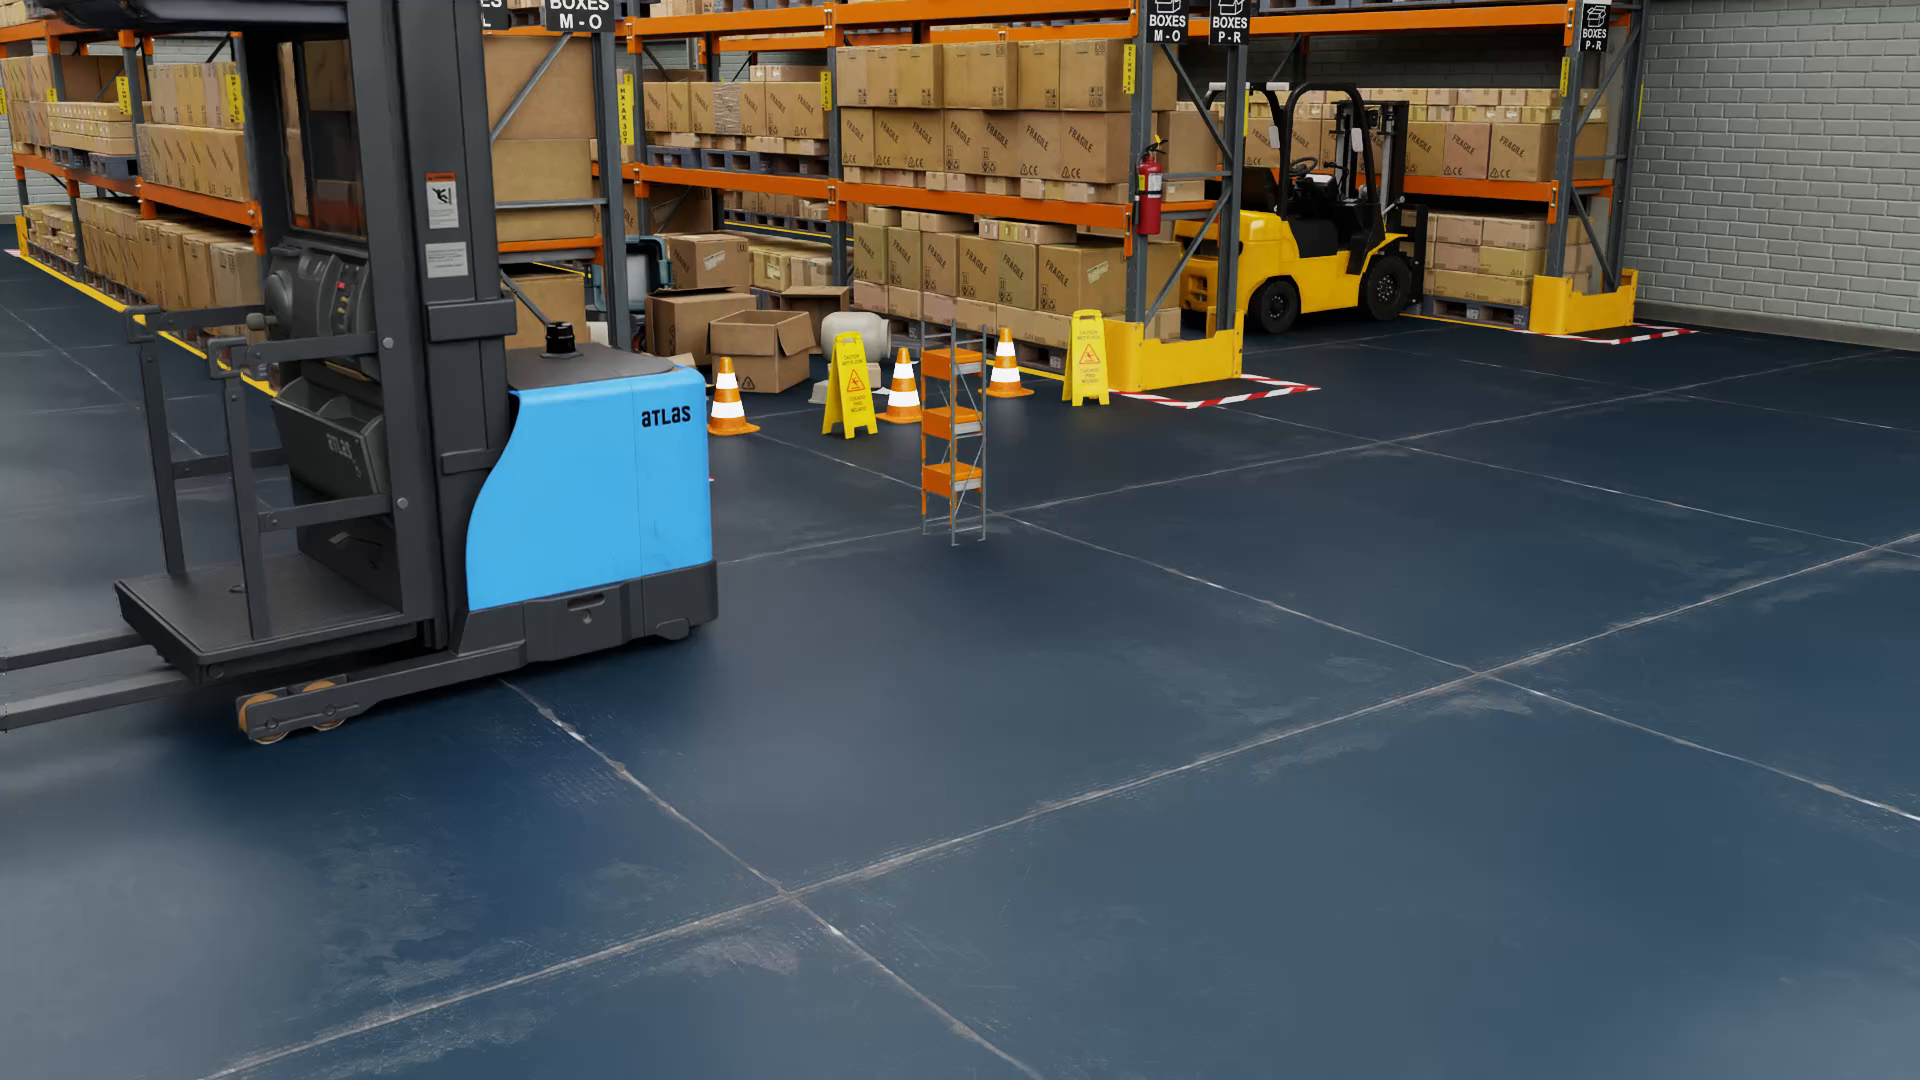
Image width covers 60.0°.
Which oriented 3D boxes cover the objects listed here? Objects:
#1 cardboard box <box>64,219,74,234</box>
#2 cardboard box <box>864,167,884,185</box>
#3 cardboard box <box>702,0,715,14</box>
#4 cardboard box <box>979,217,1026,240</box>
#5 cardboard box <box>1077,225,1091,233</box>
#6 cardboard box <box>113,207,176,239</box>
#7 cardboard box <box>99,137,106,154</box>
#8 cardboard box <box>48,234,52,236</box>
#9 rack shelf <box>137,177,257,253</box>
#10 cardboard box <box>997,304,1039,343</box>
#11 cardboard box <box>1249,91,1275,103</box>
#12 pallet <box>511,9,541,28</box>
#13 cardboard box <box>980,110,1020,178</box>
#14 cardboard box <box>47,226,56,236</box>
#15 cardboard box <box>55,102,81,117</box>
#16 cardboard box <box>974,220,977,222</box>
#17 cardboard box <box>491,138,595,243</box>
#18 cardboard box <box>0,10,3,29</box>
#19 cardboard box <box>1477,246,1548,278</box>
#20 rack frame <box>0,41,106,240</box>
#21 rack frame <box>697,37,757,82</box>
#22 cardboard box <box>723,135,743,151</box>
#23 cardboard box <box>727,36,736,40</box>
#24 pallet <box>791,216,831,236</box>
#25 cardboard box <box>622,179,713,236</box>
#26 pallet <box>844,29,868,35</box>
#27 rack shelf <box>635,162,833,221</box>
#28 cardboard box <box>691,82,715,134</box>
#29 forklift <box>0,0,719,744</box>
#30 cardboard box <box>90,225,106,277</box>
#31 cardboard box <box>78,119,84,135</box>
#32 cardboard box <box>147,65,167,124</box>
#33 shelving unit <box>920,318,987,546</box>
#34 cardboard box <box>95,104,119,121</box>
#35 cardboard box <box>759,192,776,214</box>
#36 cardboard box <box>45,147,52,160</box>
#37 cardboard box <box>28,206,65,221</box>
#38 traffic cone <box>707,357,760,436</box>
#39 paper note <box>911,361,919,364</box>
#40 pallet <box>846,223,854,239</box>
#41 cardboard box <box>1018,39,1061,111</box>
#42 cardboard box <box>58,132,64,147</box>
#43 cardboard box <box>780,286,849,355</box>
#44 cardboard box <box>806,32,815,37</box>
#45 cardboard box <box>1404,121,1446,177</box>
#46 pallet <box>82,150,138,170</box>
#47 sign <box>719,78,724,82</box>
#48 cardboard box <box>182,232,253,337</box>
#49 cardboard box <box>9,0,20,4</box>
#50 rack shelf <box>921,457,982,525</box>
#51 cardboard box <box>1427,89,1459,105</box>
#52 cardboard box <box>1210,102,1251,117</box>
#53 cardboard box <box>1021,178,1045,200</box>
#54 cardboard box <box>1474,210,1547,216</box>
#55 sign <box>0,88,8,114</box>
[{"bbox_3d":[-9.976,-3.583,18.963,0.380,0.149,0.250,-11,19,-34],"label":"cardboard box"},{"bbox_3d":[-0.609,-3.182,14.497,0.380,0.149,0.250,-10,18,-33],"label":"cardboard box"},{"bbox_3d":[-2.157,-5.496,16.596,0.797,0.503,0.637,-11,19,-35],"label":"cardboard box"},{"bbox_3d":[0.376,-2.472,13.191,0.380,0.149,0.250,-10,18,-32],"label":"cardboard box"},{"bbox_3d":[1.682,-3.875,20.256,0.875,0.625,0.625,-10,18,-33],"label":"cardboard box"},{"bbox_3d":[-7.942,-3.101,16.242,0.500,0.250,0.500,-11,19,-34],"label":"cardboard box"},{"bbox_3d":[-7.828,-3.699,15.590,0.380,0.149,0.250,-11,19,-35],"label":"cardboard box"},{"bbox_3d":[-11.016,-3.698,20.511,0.380,0.149,0.250,-11,19,-34],"label":"cardboard box"},{"bbox_3d":[-5.846,-2.756,13.828,1.077,0.370,4.000,-11,19,-35],"label":"rack shelf"},{"bbox_3d":[0.635,-1.731,13.132,0.500,0.250,0.500,-11,19,-34],"label":"cardboard box"},{"bbox_3d":[3.235,-4.628,17.322,0.380,0.149,0.250,-10,18,-33],"label":"cardboard box"},{"bbox_3d":[-4.850,-6.341,20.242,0.805,0.209,1.217,-12,19,-37],"label":"pallet"},{"bbox_3d":[0.502,-3.092,12.938,0.500,0.500,0.500,-11,19,-35],"label":"cardboard box"},{"bbox_3d":[-10.998,-3.839,20.461,0.380,0.149,0.250,-12,19,-37],"label":"cardboard box"},{"bbox_3d":[-9.197,-4.484,17.330,0.380,0.149,0.250,-11,19,-34],"label":"cardboard box"},{"bbox_3d":[-0.160,-2.620,14.958,0.500,0.500,0.500,-11,19,-35],"label":"cardboard box"},{"bbox_3d":[-2.573,-1.967,9.296,0.875,0.550,0.550,-11,19,-35],"label":"cardboard box"},{"bbox_3d":[-11.668,-6.478,20.664,0.500,0.250,0.500,-10,18,-33],"label":"cardboard box"},{"bbox_3d":[5.100,-2.556,15.200,0.500,0.250,0.500,-11,19,-35],"label":"cardboard box"},{"bbox_3d":[-11.726,-5.239,21.535,1.000,3.000,0.127,-11,19,-35],"label":"rack frame"},{"bbox_3d":[-3.768,-6.800,27.239,1.000,3.000,0.127,-11,19,-35],"label":"rack frame"},{"bbox_3d":[-2.126,-3.951,16.510,0.380,0.149,0.250,-10,18,-33],"label":"cardboard box"},{"bbox_3d":[-3.393,-7.843,25.843,0.380,0.149,0.250,-10,18,-33],"label":"cardboard box"},{"bbox_3d":[-1.819,-4.748,25.023,1.003,0.211,1.213,-11,19,-35],"label":"pallet"},{"bbox_3d":[-3.416,-3.659,18.991,0.875,0.875,0.875,-11,19,-35],"label":"cardboard box"},{"bbox_3d":[-1.090,-7.152,23.198,1.213,0.211,1.003,-11,19,-35],"label":"pallet"},{"bbox_3d":[-1.901,-3.546,16.714,1.077,0.370,4.000,-11,19,-35],"label":"rack shelf"},{"bbox_3d":[-2.370,-4.360,16.776,0.500,0.500,0.500,-10,18,-34],"label":"cardboard box"},{"bbox_3d":[-2.430,-0.886,5.760,3.031,2.935,1.130,-12,20,-38],"label":"forklift"},{"bbox_3d":[-8.841,-3.070,17.550,0.500,0.500,0.500,-10,18,-32],"label":"cardboard box"},{"bbox_3d":[-8.441,-4.065,16.364,0.380,0.149,0.250,-10,18,-33],"label":"cardboard box"},{"bbox_3d":[-6.766,-3.964,14.792,0.700,0.500,0.500,-11,19,-35],"label":"cardboard box"},{"bbox_3d":[-0.031,-0.518,7.979,0.215,1.050,0.252,-11,19,-35],"label":"shelving unit"},{"bbox_3d":[-7.827,-3.986,15.512,0.380,0.149,0.250,-11,19,-35],"label":"cardboard box"},{"bbox_3d":[-2.784,-5.335,25.824,0.500,0.500,0.500,-10,18,-34],"label":"cardboard box"},{"bbox_3d":[-10.395,-4.505,19.329,0.380,0.149,0.250,-12,19,-37],"label":"cardboard box"},{"bbox_3d":[-11.388,-4.075,20.760,0.380,0.149,0.250,-11,19,-35],"label":"cardboard box"},{"bbox_3d":[-1.482,-0.932,10.606,0.336,0.463,0.334,-11,19,-35],"label":"traffic cone"},{"bbox_3d":[-0.415,-1.412,13.177,0.148,0.019,0.142,10,18,33],"label":"paper note"},{"bbox_3d":[-0.908,-4.433,23.873,1.003,0.211,1.213,-11,19,-35],"label":"pallet"},{"bbox_3d":[0.858,-3.471,12.427,0.700,0.500,0.500,-11,19,-34],"label":"cardboard box"},{"bbox_3d":[-9.203,-4.198,17.414,0.380,0.149,0.250,-11,19,-34],"label":"cardboard box"},{"bbox_3d":[-1.196,-1.822,13.781,0.500,0.500,0.500,1,15,4],"label":"cardboard box"},{"bbox_3d":[-2.008,-7.355,24.061,0.380,0.149,0.250,-11,19,-35],"label":"cardboard box"},{"bbox_3d":[4.538,-3.718,15.787,0.500,0.500,0.500,-11,19,-36],"label":"cardboard box"},{"bbox_3d":[-8.219,-3.854,16.840,1.003,0.211,1.213,-11,19,-35],"label":"pallet"},{"bbox_3d":[-2.644,-4.927,18.352,0.100,0.325,0.005,-11,19,-35],"label":"sign"},{"bbox_3d":[-5.672,-2.119,13.602,1.050,0.750,0.750,-11,19,-35],"label":"cardboard box"},{"bbox_3d":[-10.784,-6.392,19.401,0.500,0.250,0.500,-12,19,-37],"label":"cardboard box"},{"bbox_3d":[-0.031,-0.240,8.055,0.215,0.259,0.240,-11,19,-35],"label":"rack shelf"},{"bbox_3d":[4.583,-4.134,15.518,0.380,0.149,0.250,-10,18,-33],"label":"cardboard box"},{"bbox_3d":[2.907,-4.637,17.918,0.380,0.149,0.250,-10,18,-33],"label":"cardboard box"},{"bbox_3d":[0.686,-2.683,12.672,0.380,0.149,0.250,-10,18,-34],"label":"cardboard box"},{"bbox_3d":[5.213,-2.980,15.802,0.500,0.250,0.500,-11,19,-34],"label":"cardboard box"},{"bbox_3d":[-12.164,-5.572,21.113,0.100,0.325,0.005,-11,19,-35],"label":"sign"}]
